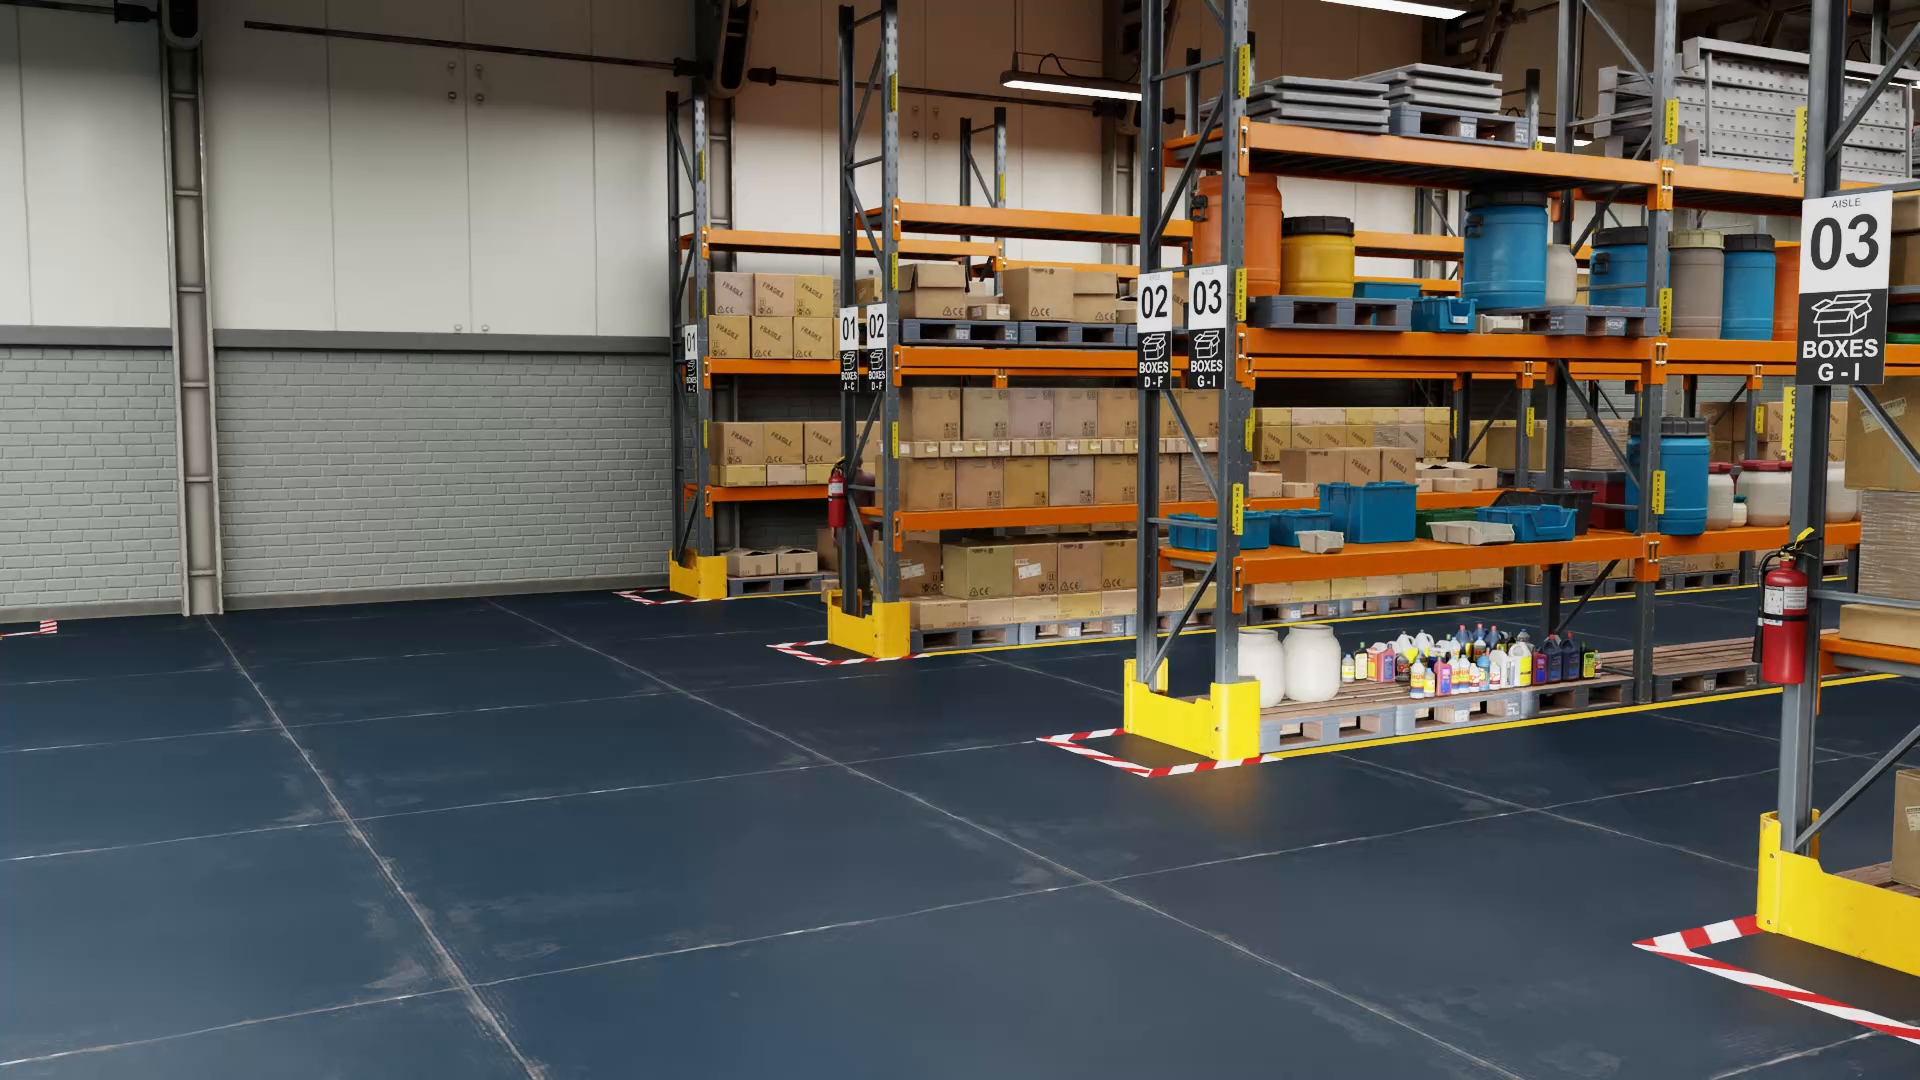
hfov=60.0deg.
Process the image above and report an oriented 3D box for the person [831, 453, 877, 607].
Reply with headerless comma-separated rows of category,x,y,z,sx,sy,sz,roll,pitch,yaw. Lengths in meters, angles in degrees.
person,-1.206,-0.098,18.695,0.577,1.850,0.489,-3,6,-27
